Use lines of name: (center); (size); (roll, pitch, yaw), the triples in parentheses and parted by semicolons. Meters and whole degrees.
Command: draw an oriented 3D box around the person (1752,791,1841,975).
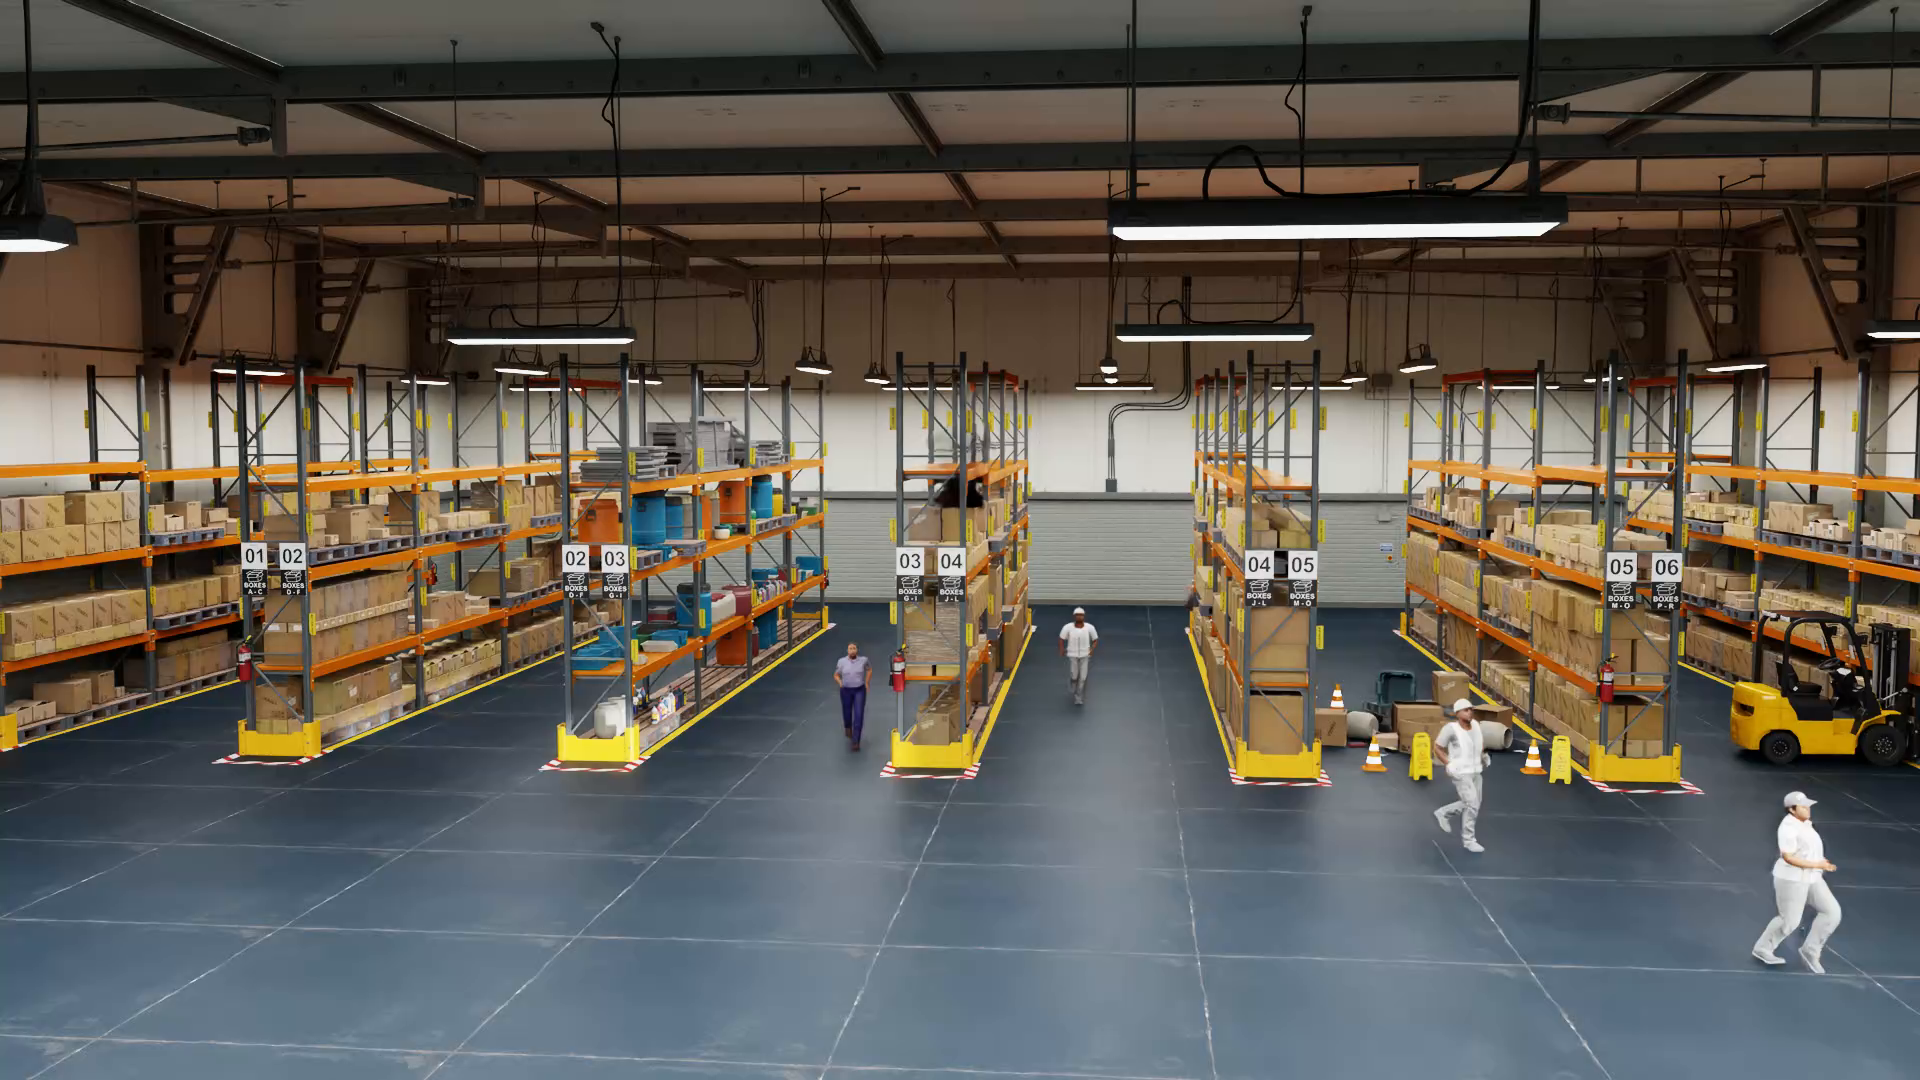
person: (7.642, 3.122, 15.164); (0.610, 1.686, 0.706); (-3, 5, -40)

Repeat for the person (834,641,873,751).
person: (-1.646, 2.366, 25.667); (0.592, 1.638, 0.886); (0, 4, -2)

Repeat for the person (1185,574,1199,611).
person: (5.797, 1.283, 40.665); (0.552, 1.677, 0.670); (0, 4, -5)

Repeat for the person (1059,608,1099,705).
person: (2.115, 2.058, 29.519); (0.717, 1.722, 0.578); (0, 4, 0)

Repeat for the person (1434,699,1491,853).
person: (5.910, 2.741, 19.600); (0.674, 1.767, 0.749); (-3, 5, -32)
